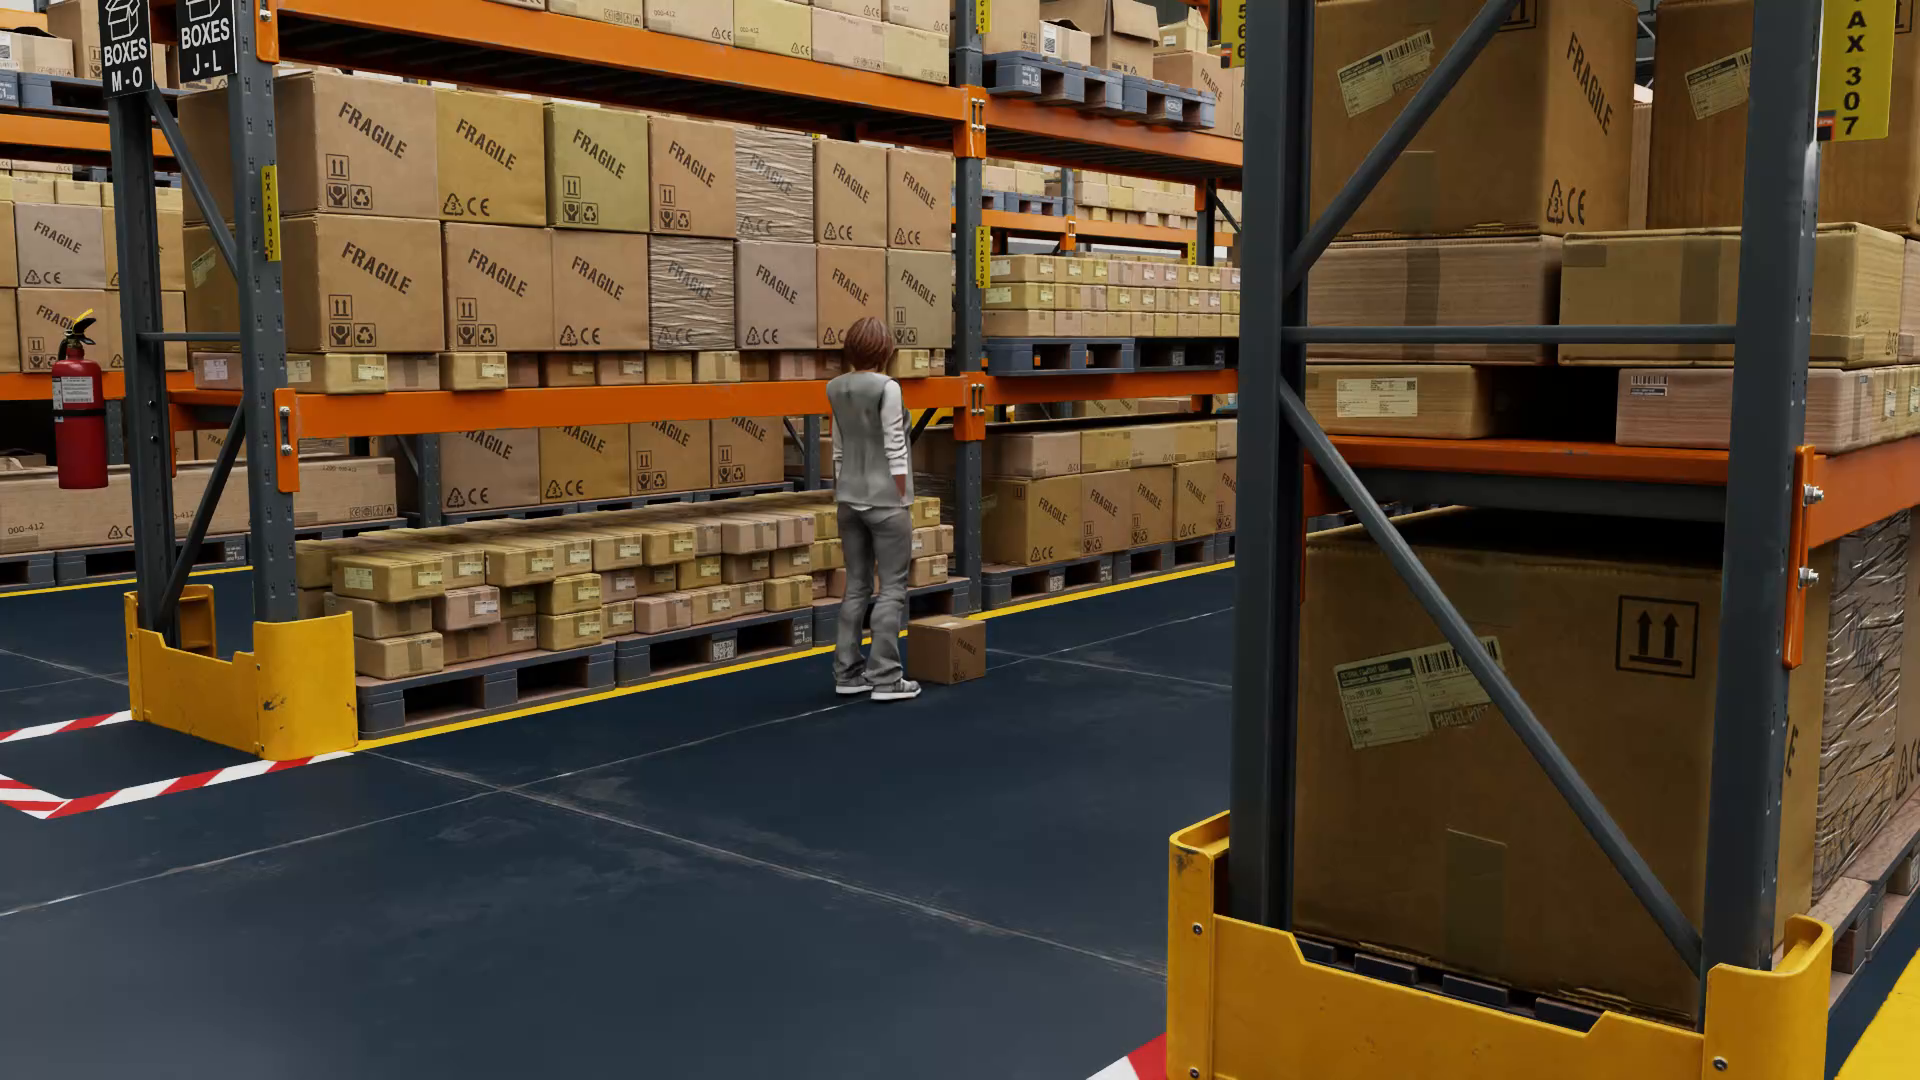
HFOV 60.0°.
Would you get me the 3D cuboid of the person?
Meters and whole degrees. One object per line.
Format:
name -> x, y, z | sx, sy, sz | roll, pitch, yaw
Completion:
person -> -0.375, -0.131, 6.977 | 0.406, 1.593, 0.306 | 6, 9, 40
